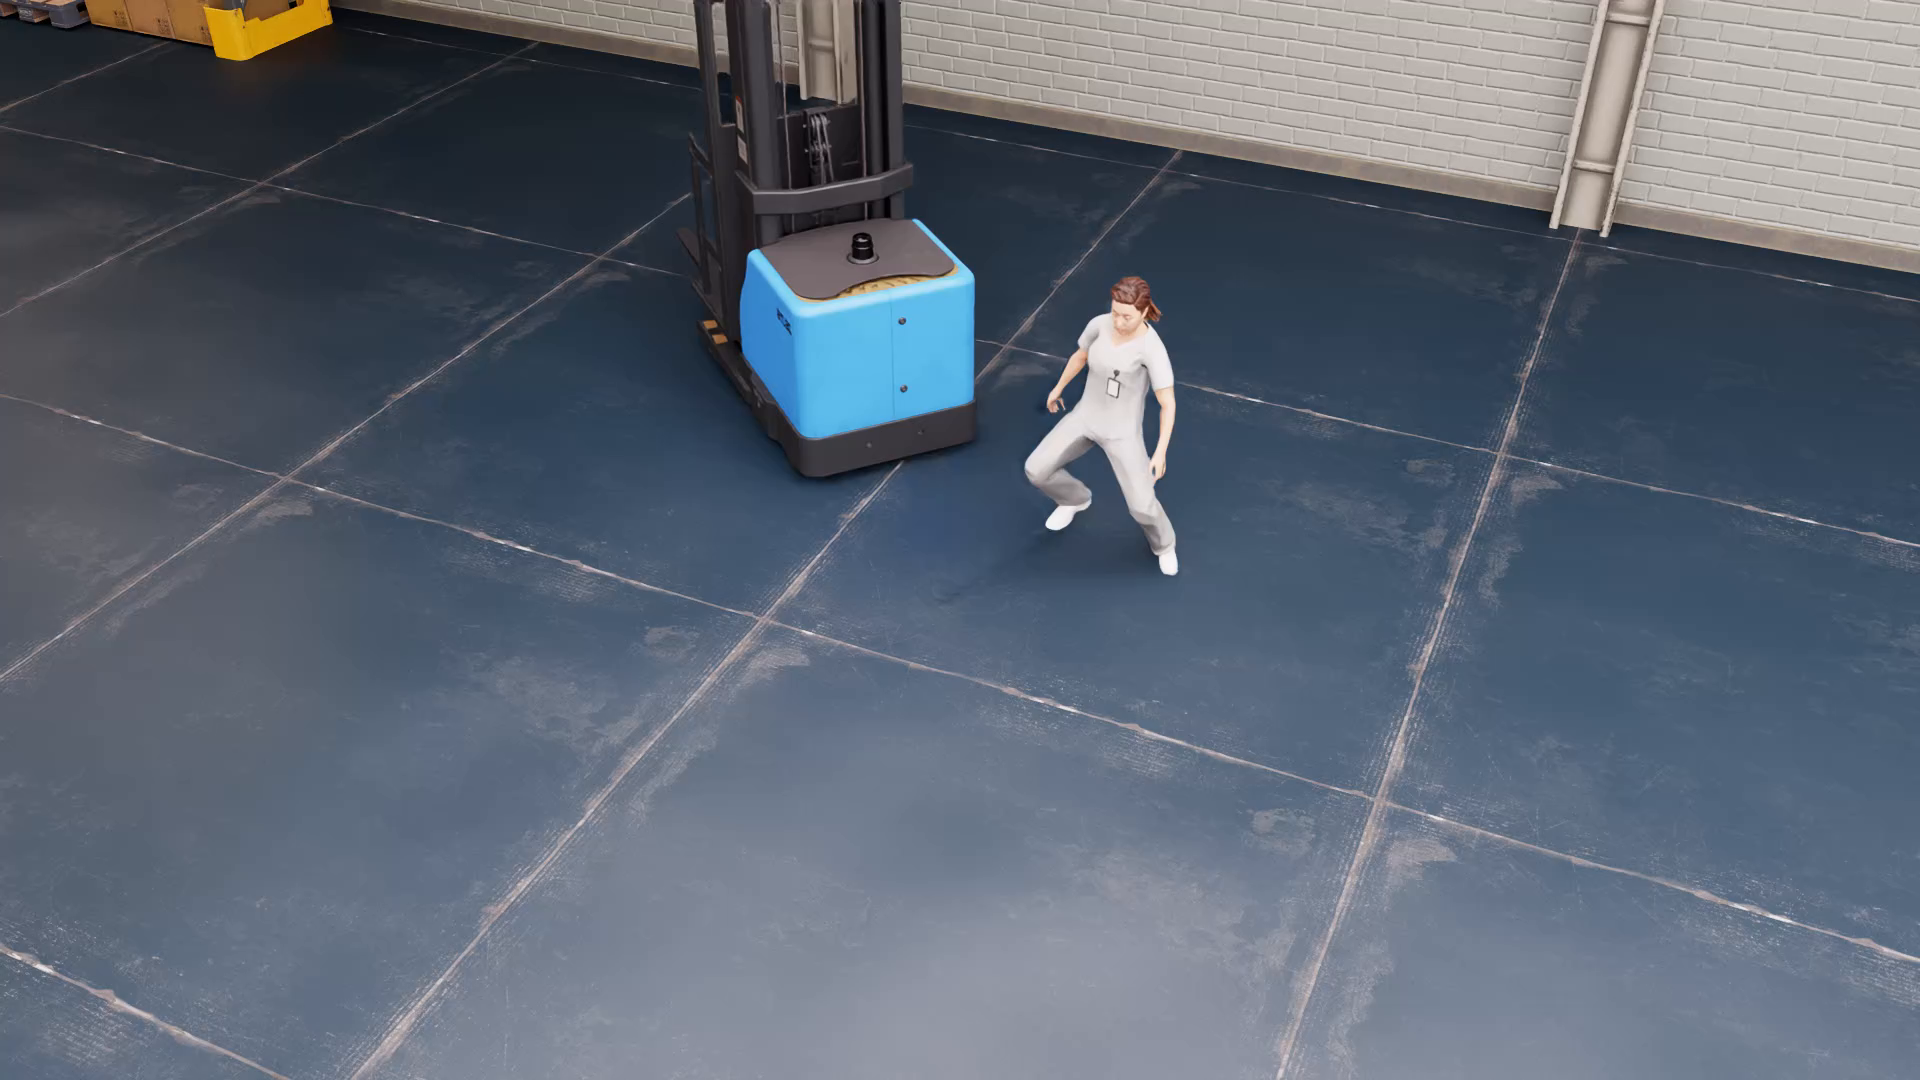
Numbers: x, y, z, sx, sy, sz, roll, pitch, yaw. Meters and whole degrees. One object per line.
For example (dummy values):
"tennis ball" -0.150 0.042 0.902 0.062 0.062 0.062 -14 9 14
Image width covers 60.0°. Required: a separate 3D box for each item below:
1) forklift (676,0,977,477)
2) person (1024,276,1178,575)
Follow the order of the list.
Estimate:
"forklift" -0.973 -2.378 9.421 1.130 2.935 3.031 -15 38 -20
"person" 0.736 -0.569 8.080 0.824 1.573 0.586 30 45 35
